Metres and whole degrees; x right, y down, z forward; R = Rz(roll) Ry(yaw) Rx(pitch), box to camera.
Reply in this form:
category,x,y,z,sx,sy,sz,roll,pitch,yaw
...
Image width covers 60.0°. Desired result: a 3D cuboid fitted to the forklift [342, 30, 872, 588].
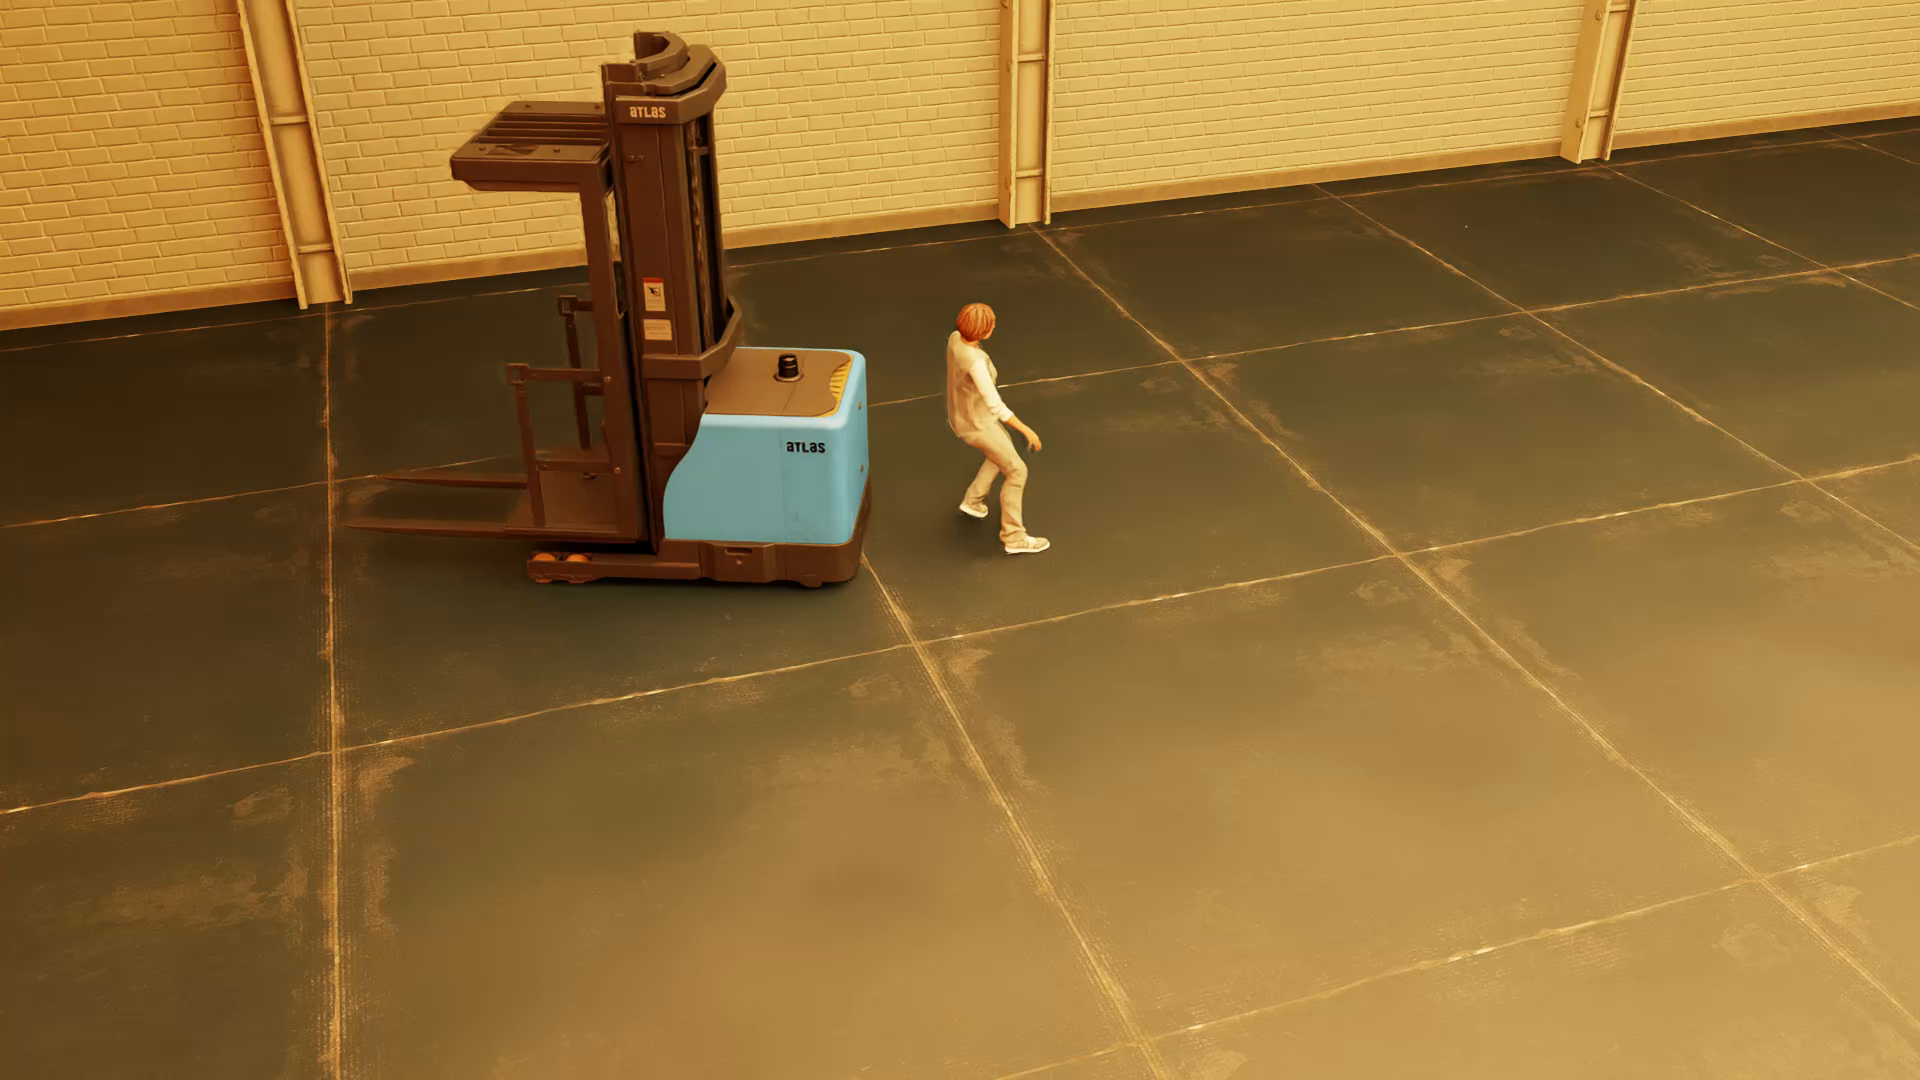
category,x,y,z,sx,sy,sz,roll,pitch,yaw
forklift,-2.085,-1.278,9.308,3.031,2.935,1.130,2,30,3

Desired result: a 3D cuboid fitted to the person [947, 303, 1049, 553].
category,x,y,z,sx,sy,sz,roll,pitch,yaw
person,0.207,-0.703,9.739,0.527,1.494,0.646,-7,31,-13
